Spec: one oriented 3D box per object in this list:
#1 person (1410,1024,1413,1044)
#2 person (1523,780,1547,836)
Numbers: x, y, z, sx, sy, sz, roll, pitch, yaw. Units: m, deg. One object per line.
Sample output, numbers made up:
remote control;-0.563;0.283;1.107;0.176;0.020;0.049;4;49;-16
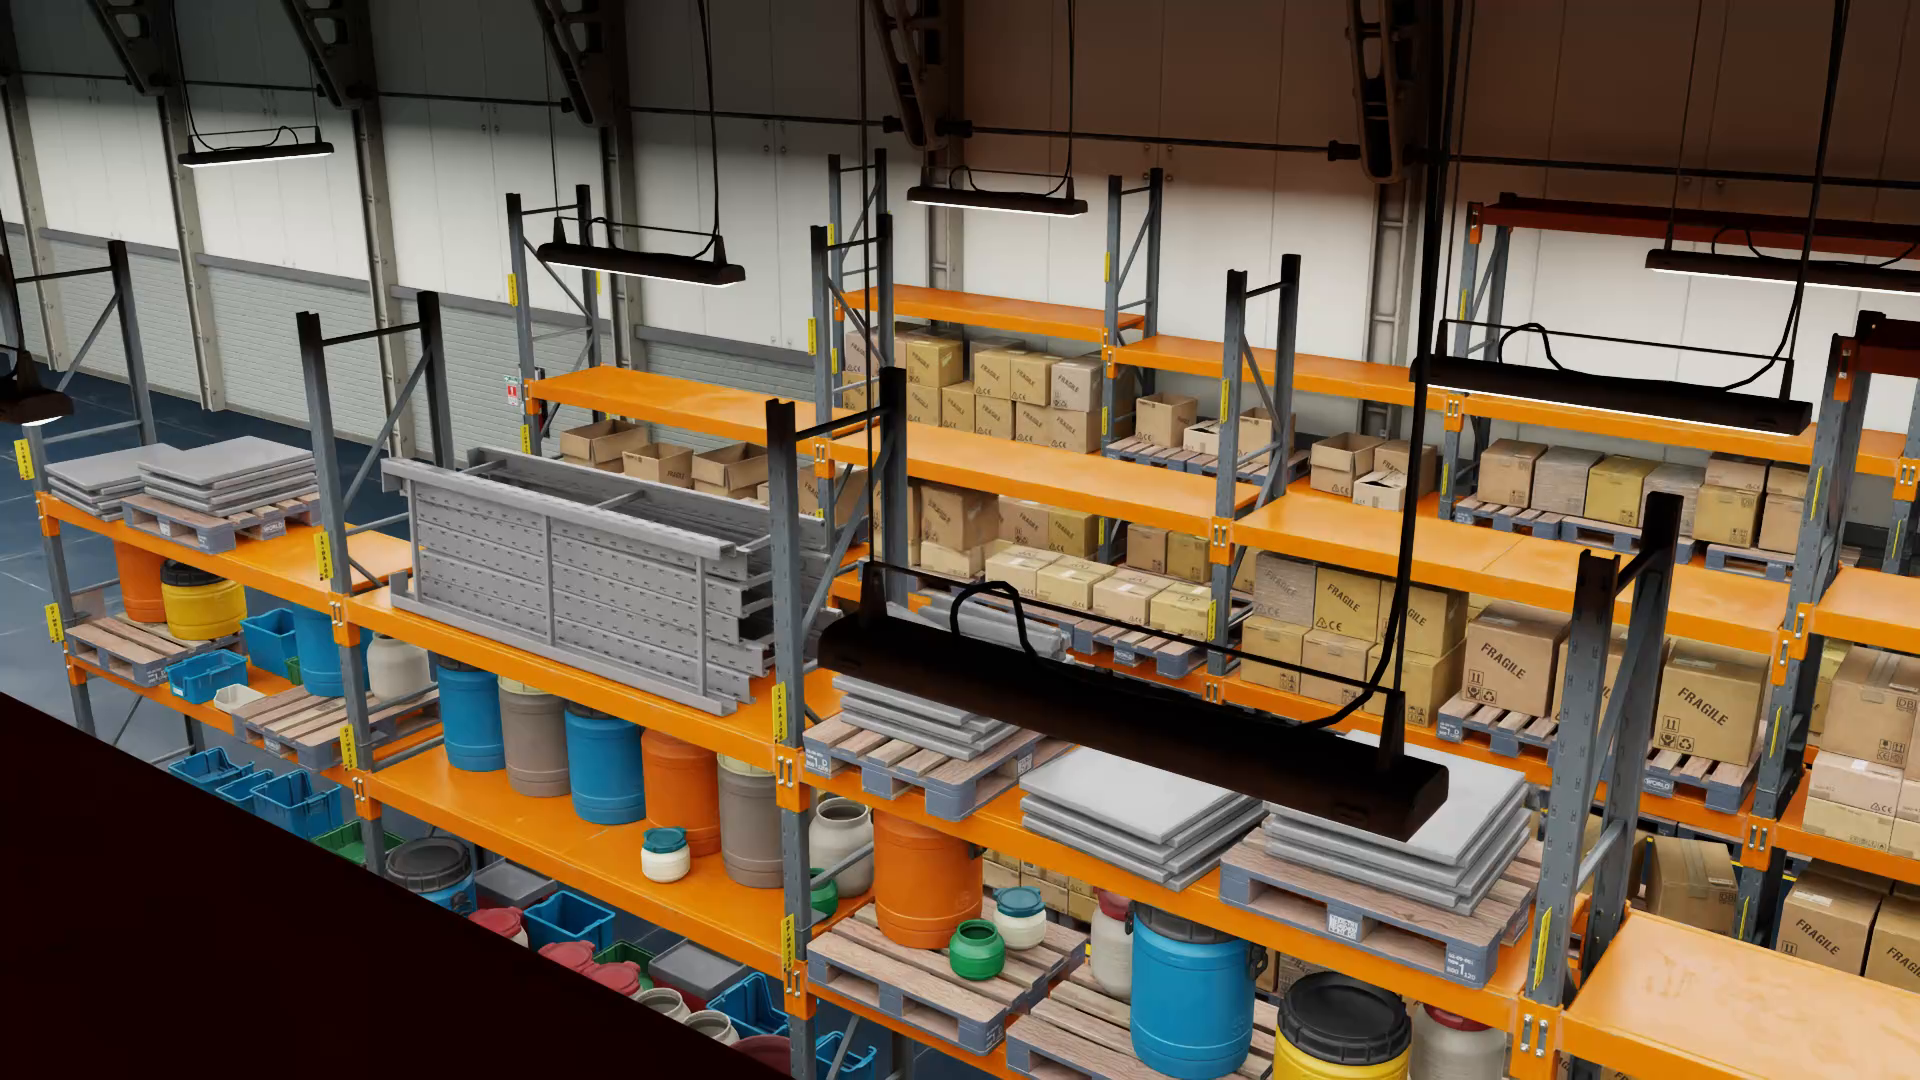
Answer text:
person;2.903;3.830;11.094;0.722;1.635;0.693;17;25;41
person;5.373;2.278;15.809;0.972;1.537;0.439;10;21;28
